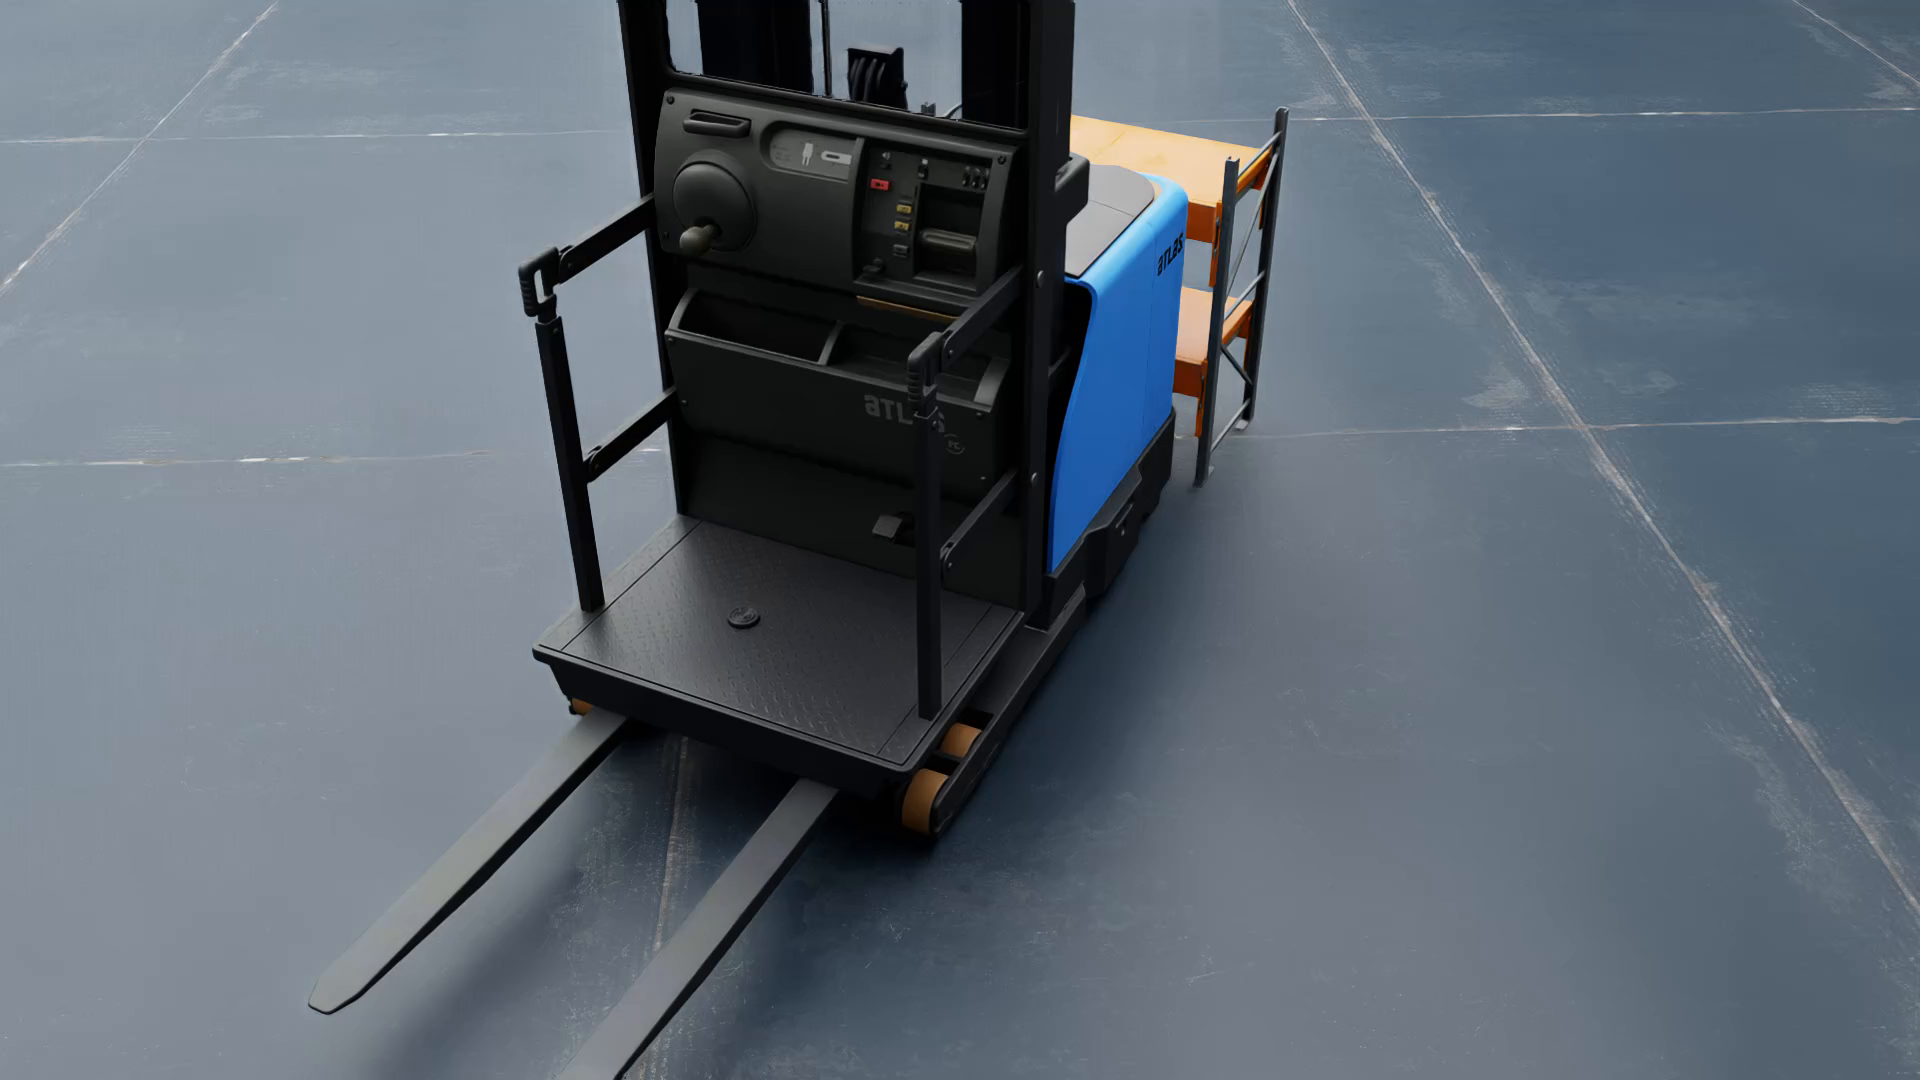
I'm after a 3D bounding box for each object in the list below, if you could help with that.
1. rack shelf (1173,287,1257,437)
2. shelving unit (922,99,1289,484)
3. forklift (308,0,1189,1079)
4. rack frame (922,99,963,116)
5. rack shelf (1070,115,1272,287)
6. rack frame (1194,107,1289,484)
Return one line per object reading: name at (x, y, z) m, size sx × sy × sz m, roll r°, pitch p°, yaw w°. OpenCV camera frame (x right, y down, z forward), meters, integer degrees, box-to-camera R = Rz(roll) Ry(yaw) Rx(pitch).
rack shelf at (0.458, -0.709, 5.716) m, size 1.000 × 0.278 × 0.538 m, roll 17°, pitch 38°, yaw 22°
shelving unit at (0.458, -0.911, 5.577) m, size 1.048 × 1.125 × 0.538 m, roll 17°, pitch 38°, yaw 22°
forklift at (-0.404, -0.749, 3.757) m, size 1.130 × 2.935 × 3.031 m, roll 15°, pitch 38°, yaw 21°
rack frame at (0.008, -1.045, 5.771) m, size 0.032 × 1.125 × 0.500 m, roll 17°, pitch 38°, yaw 22°
rack shelf at (0.458, -1.151, 5.411) m, size 1.000 × 0.278 × 0.538 m, roll 17°, pitch 38°, yaw 22°
rack frame at (0.909, -0.776, 5.383) m, size 0.032 × 1.125 × 0.500 m, roll 17°, pitch 38°, yaw 22°
